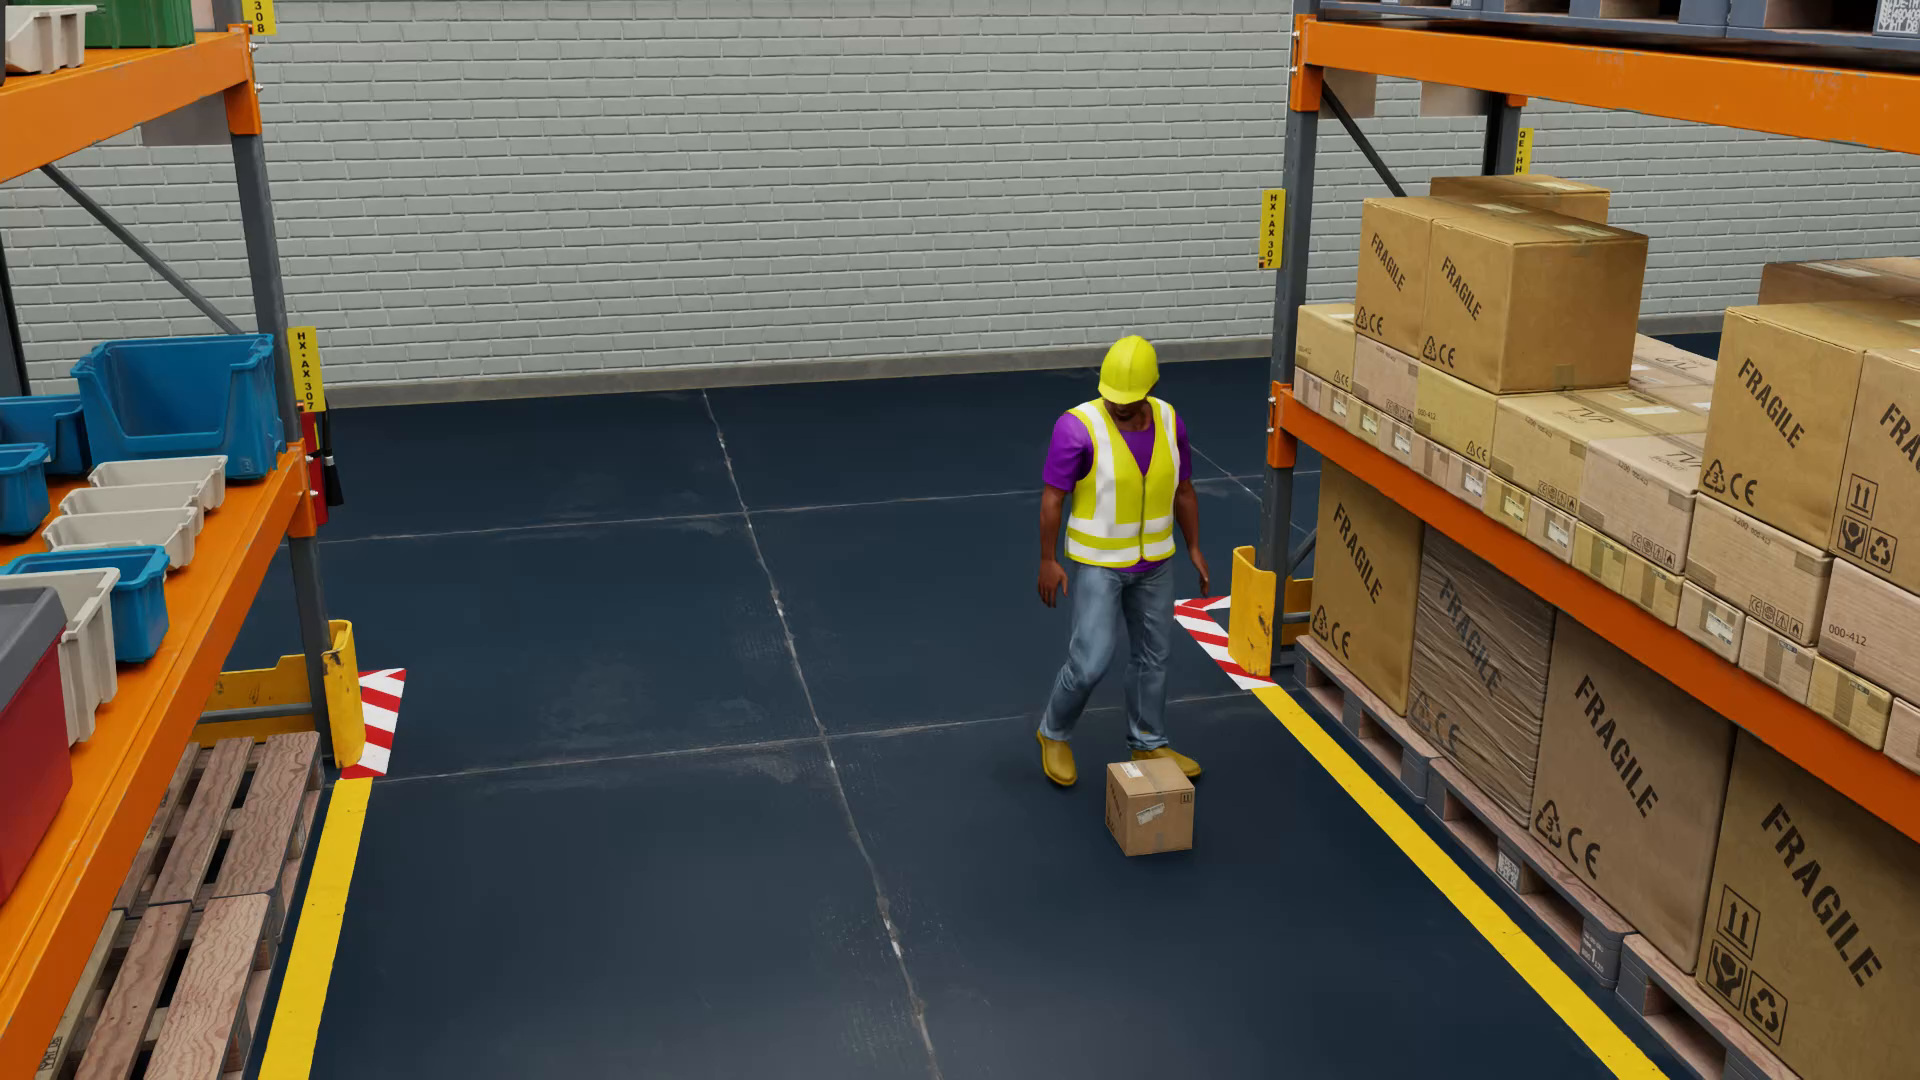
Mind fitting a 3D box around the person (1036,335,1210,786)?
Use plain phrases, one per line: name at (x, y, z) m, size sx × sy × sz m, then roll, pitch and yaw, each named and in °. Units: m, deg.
person at (0.631, 0.080, 6.277) m, size 0.661 × 1.758 × 0.464 m, roll -10°, pitch 22°, yaw -26°
